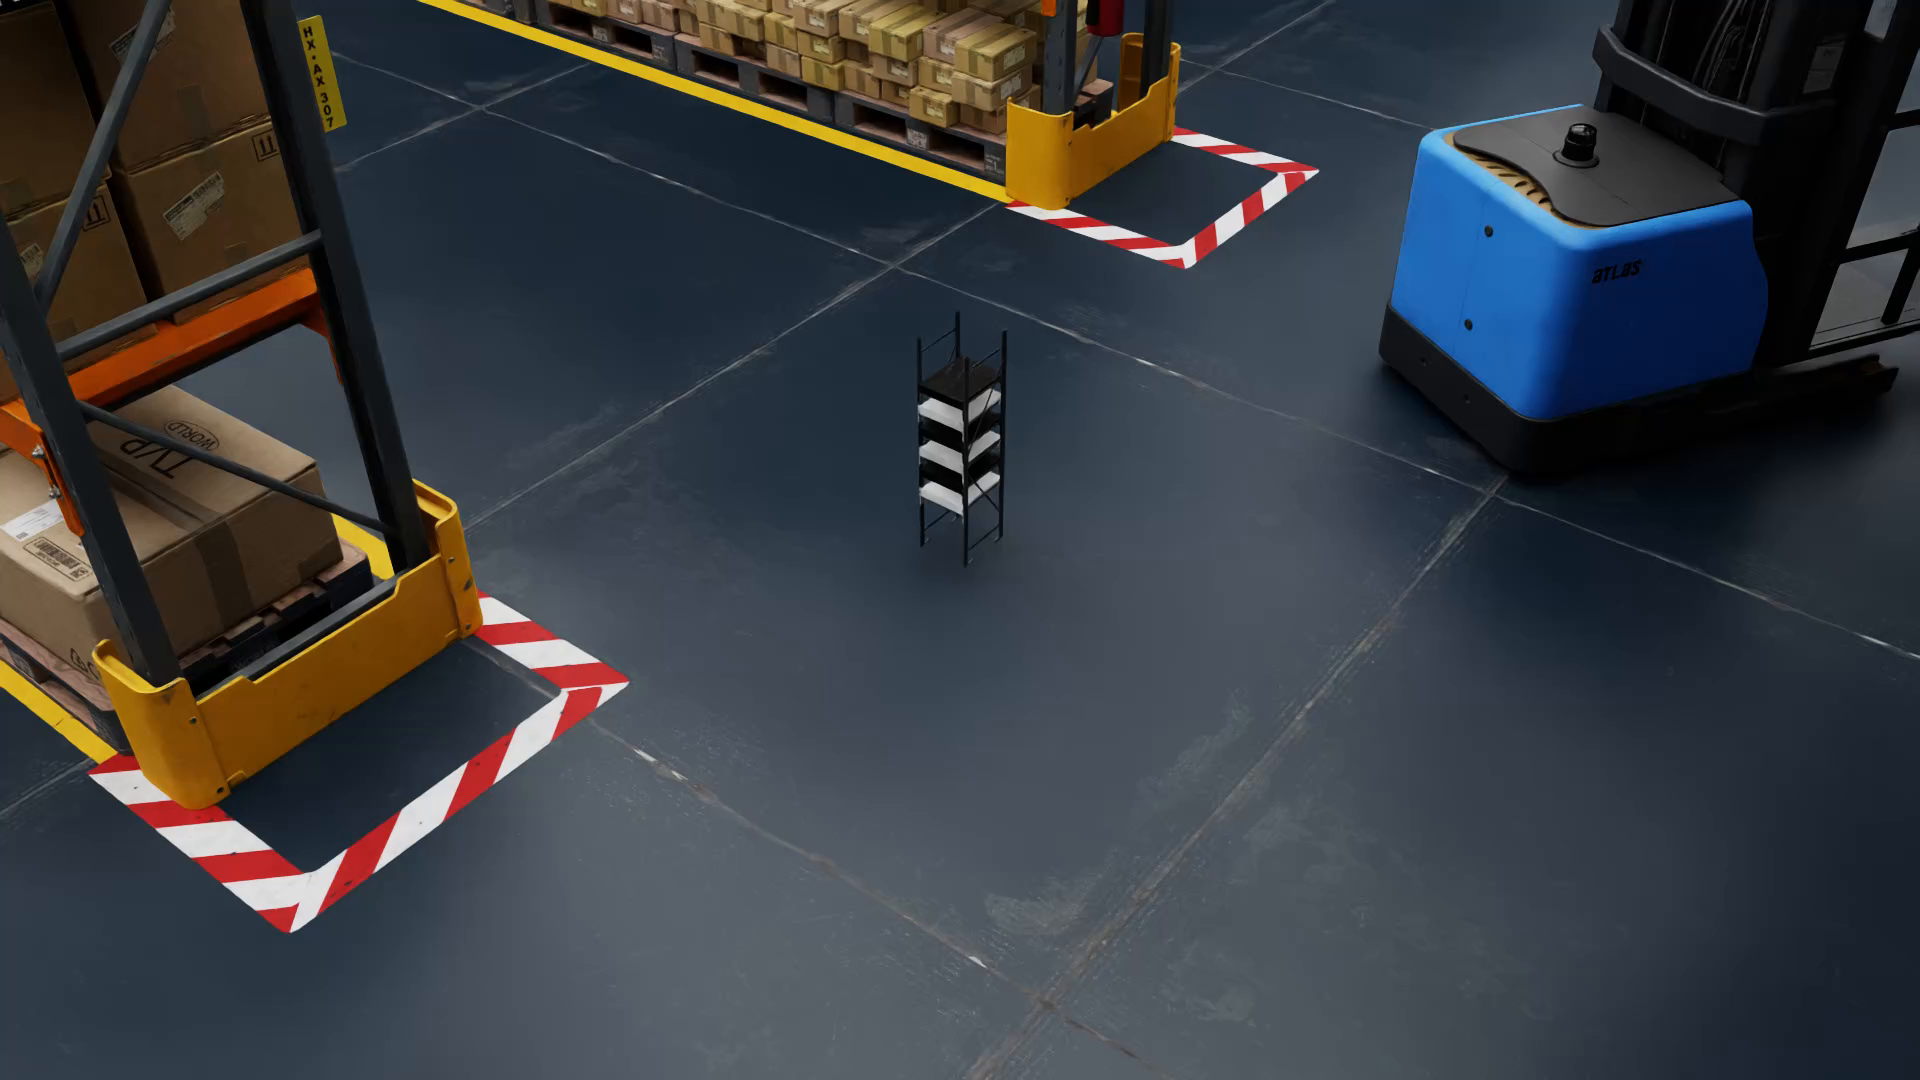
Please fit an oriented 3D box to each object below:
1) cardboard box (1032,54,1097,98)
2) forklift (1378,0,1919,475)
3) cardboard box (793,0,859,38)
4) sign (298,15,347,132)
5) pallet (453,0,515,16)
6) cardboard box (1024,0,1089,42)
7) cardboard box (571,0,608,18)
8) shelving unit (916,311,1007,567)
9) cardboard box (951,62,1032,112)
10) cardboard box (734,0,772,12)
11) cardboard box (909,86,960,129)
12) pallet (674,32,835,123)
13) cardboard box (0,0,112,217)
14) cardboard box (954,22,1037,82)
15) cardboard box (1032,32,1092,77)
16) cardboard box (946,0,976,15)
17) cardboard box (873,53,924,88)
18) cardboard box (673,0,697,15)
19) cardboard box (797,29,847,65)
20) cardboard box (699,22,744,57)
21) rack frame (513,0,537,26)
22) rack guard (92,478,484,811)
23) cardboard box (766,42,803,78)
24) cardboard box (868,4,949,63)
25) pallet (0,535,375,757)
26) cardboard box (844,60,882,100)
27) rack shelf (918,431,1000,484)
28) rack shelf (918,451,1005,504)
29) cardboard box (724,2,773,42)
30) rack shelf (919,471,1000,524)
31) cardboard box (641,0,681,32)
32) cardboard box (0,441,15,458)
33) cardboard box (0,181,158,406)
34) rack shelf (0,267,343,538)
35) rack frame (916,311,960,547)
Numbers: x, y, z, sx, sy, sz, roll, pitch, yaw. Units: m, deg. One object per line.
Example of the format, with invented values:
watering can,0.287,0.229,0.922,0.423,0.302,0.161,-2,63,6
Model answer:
cardboard box,0.536,-2.540,9.033,0.250,0.149,0.380,26,45,29
forklift,3.372,-1.983,6.406,3.031,2.935,1.130,-14,40,-17
cardboard box,-0.679,-2.854,8.951,0.250,0.149,0.380,27,45,30
sign,-1.827,-1.324,4.741,0.005,0.325,0.100,25,45,29
pallet,-3.039,-3.835,10.977,1.213,0.211,1.003,25,45,29
cardboard box,0.548,-2.784,8.861,0.250,0.149,0.380,23,44,27
cardboard box,-2.114,-3.291,9.993,0.250,0.149,0.380,27,45,30
shelving unit,0.006,-0.351,5.969,0.210,0.900,0.258,25,45,29
cardboard box,0.165,-2.362,8.564,0.250,0.149,0.380,24,44,27
cardboard box,-1.046,-3.091,9.254,0.250,0.149,0.380,25,45,29
cardboard box,-0.053,-2.328,8.763,0.250,0.149,0.380,27,45,30
pallet,-0.891,-2.853,9.723,1.213,0.211,1.003,25,45,29
cardboard box,-2.697,-1.179,4.431,0.500,0.500,0.500,27,45,30
cardboard box,0.183,-2.495,8.493,0.250,0.149,0.380,26,45,29
cardboard box,0.497,-2.626,8.901,0.250,0.149,0.380,27,46,30
cardboard box,0.134,-2.985,9.119,0.250,0.149,0.380,25,45,28
cardboard box,-0.249,-2.556,8.811,0.250,0.149,0.380,23,44,27
cardboard box,-1.438,-3.168,9.594,0.250,0.149,0.380,27,46,30
cardboard box,-0.668,-2.743,9.051,0.250,0.149,0.380,26,45,29
cardboard box,-1.270,-2.925,9.525,0.250,0.149,0.380,24,44,27
rack frame,-2.420,-4.642,9.746,0.127,3.000,1.000,25,45,29
rack guard,-2.150,0.311,5.447,0.348,0.500,1.175,25,45,29
cardboard box,-0.860,-2.733,9.279,0.250,0.149,0.380,26,45,29
cardboard box,-0.264,-2.652,8.694,0.250,0.149,0.380,24,44,28
pallet,-2.852,0.155,5.881,1.213,0.211,1.003,25,45,29
cardboard box,-0.415,-2.556,9.053,0.250,0.149,0.380,26,45,29
rack shelf,0.006,-0.325,5.989,0.200,0.077,0.258,25,45,29
rack shelf,0.006,-0.254,6.045,0.200,0.077,0.258,25,45,29
cardboard box,-1.096,-2.938,9.300,0.250,0.149,0.380,26,45,29
rack shelf,0.006,-0.183,6.100,0.200,0.077,0.258,25,45,29
cardboard box,-1.653,-3.153,9.816,0.250,0.149,0.380,24,44,28
cardboard box,-3.486,-0.376,6.034,0.875,0.438,0.875,27,45,30
cardboard box,-2.713,-0.773,4.723,0.500,0.500,0.500,26,45,29
rack shelf,-3.758,-1.148,5.867,4.000,0.370,1.077,25,45,29
rack frame,-0.074,-0.389,6.017,0.006,0.900,0.240,25,45,29
